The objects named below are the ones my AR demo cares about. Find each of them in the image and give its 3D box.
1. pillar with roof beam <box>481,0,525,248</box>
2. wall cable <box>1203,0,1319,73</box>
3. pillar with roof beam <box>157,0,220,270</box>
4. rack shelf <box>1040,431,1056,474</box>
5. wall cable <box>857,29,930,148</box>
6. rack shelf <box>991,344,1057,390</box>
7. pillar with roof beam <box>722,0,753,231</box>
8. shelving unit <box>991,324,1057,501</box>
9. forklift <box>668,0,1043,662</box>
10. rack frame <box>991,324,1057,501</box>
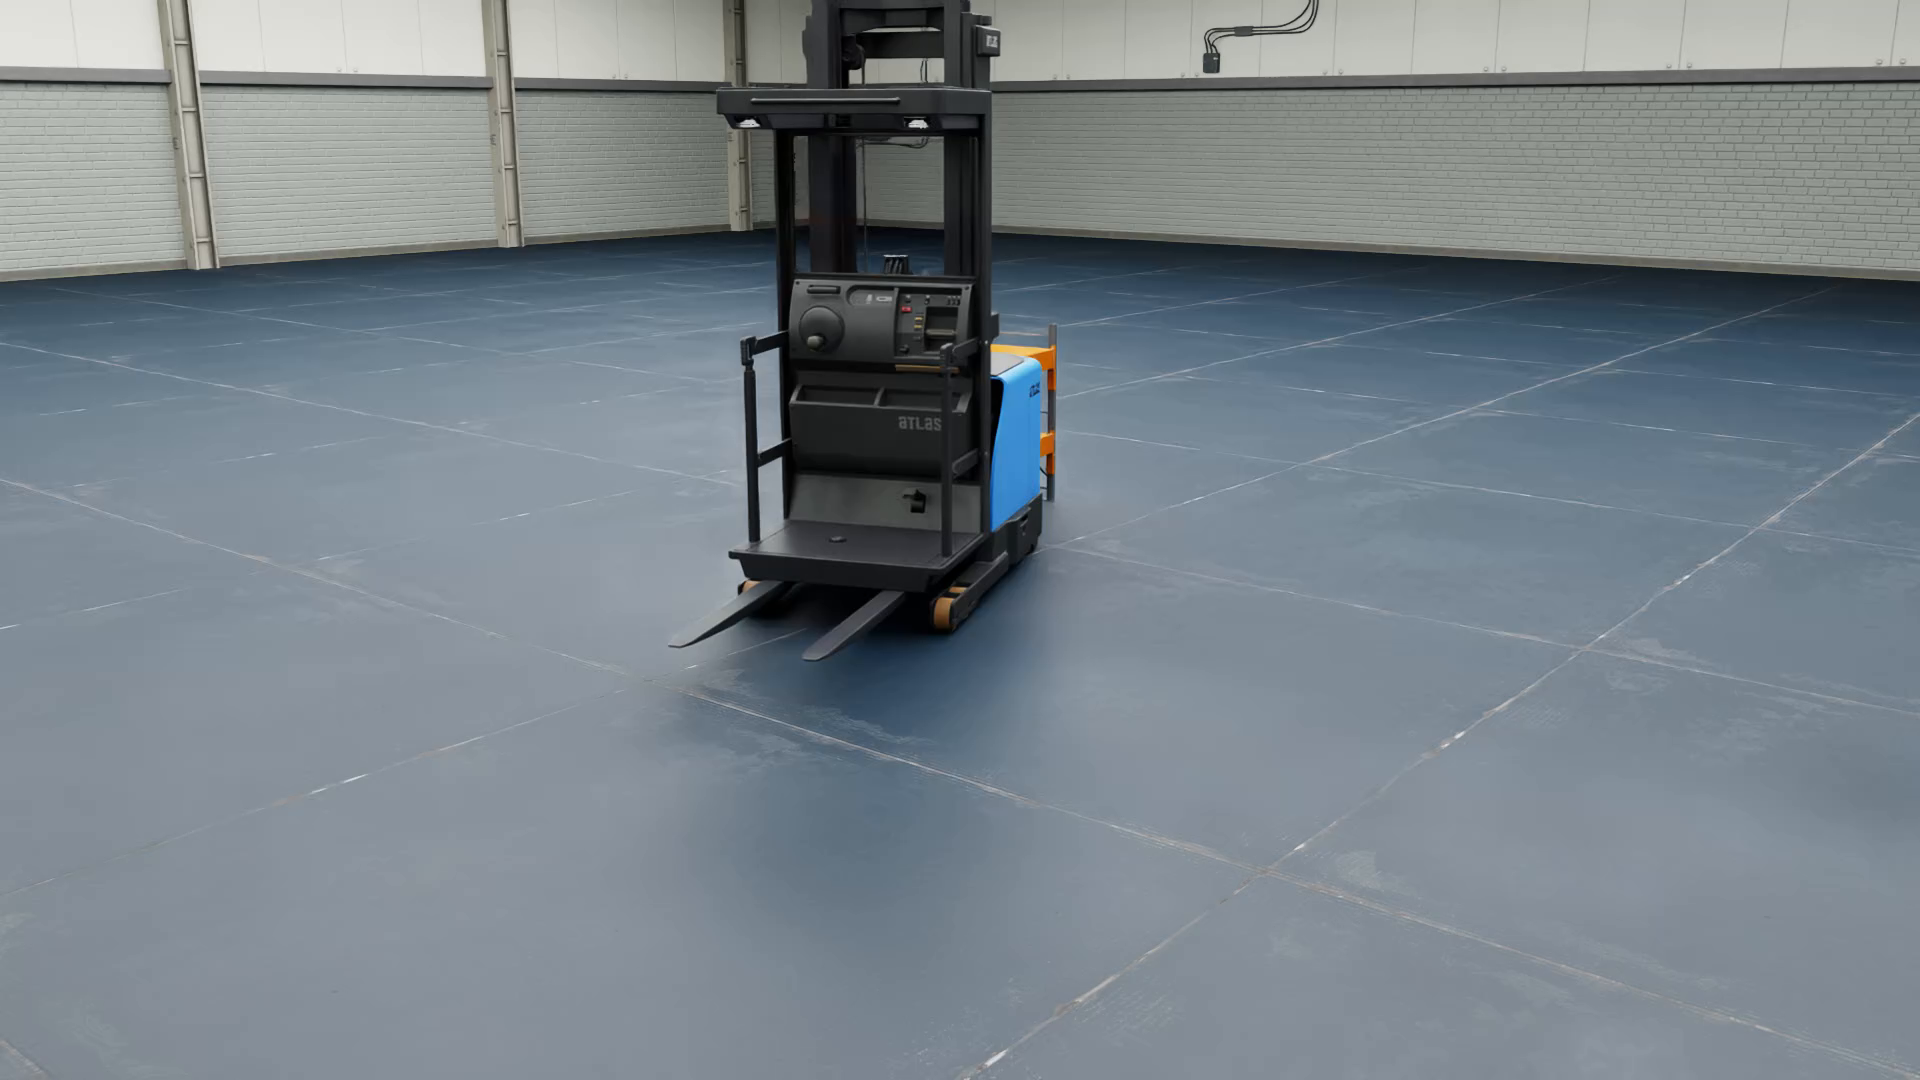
[{"bbox_3d":[-5.155,-9.254,27.773,9.100,9.000,0.400,11,18,38],"label":"pillar with roof beam"},{"bbox_3d":[5.522,-11.605,30.120,2.305,6.003,0.169,11,18,38],"label":"wall cable"},{"bbox_3d":[-8.926,-8.105,23.250,9.100,9.000,0.400,11,18,38],"label":"pillar with roof beam"},{"bbox_3d":[0.124,-0.482,10.227,0.538,0.278,1.000,8,16,29],"label":"rack shelf"},{"bbox_3d":[-1.852,-9.924,36.716,3.097,2.526,0.112,11,18,38],"label":"wall cable"},{"bbox_3d":[0.124,-1.002,10.095,0.538,0.278,1.000,8,16,29],"label":"rack shelf"},{"bbox_3d":[-1.384,-10.403,32.296,9.100,9.000,0.400,11,18,38],"label":"pillar with roof beam"},{"bbox_3d":[0.124,-0.719,10.167,0.538,1.125,1.048,8,16,29],"label":"shelving unit"},{"bbox_3d":[-0.456,-1.093,7.973,1.130,2.935,3.031,4,15,17],"label":"forklift"},{"bbox_3d":[0.382,-0.827,10.592,0.500,1.125,0.032,8,16,29],"label":"rack frame"}]
